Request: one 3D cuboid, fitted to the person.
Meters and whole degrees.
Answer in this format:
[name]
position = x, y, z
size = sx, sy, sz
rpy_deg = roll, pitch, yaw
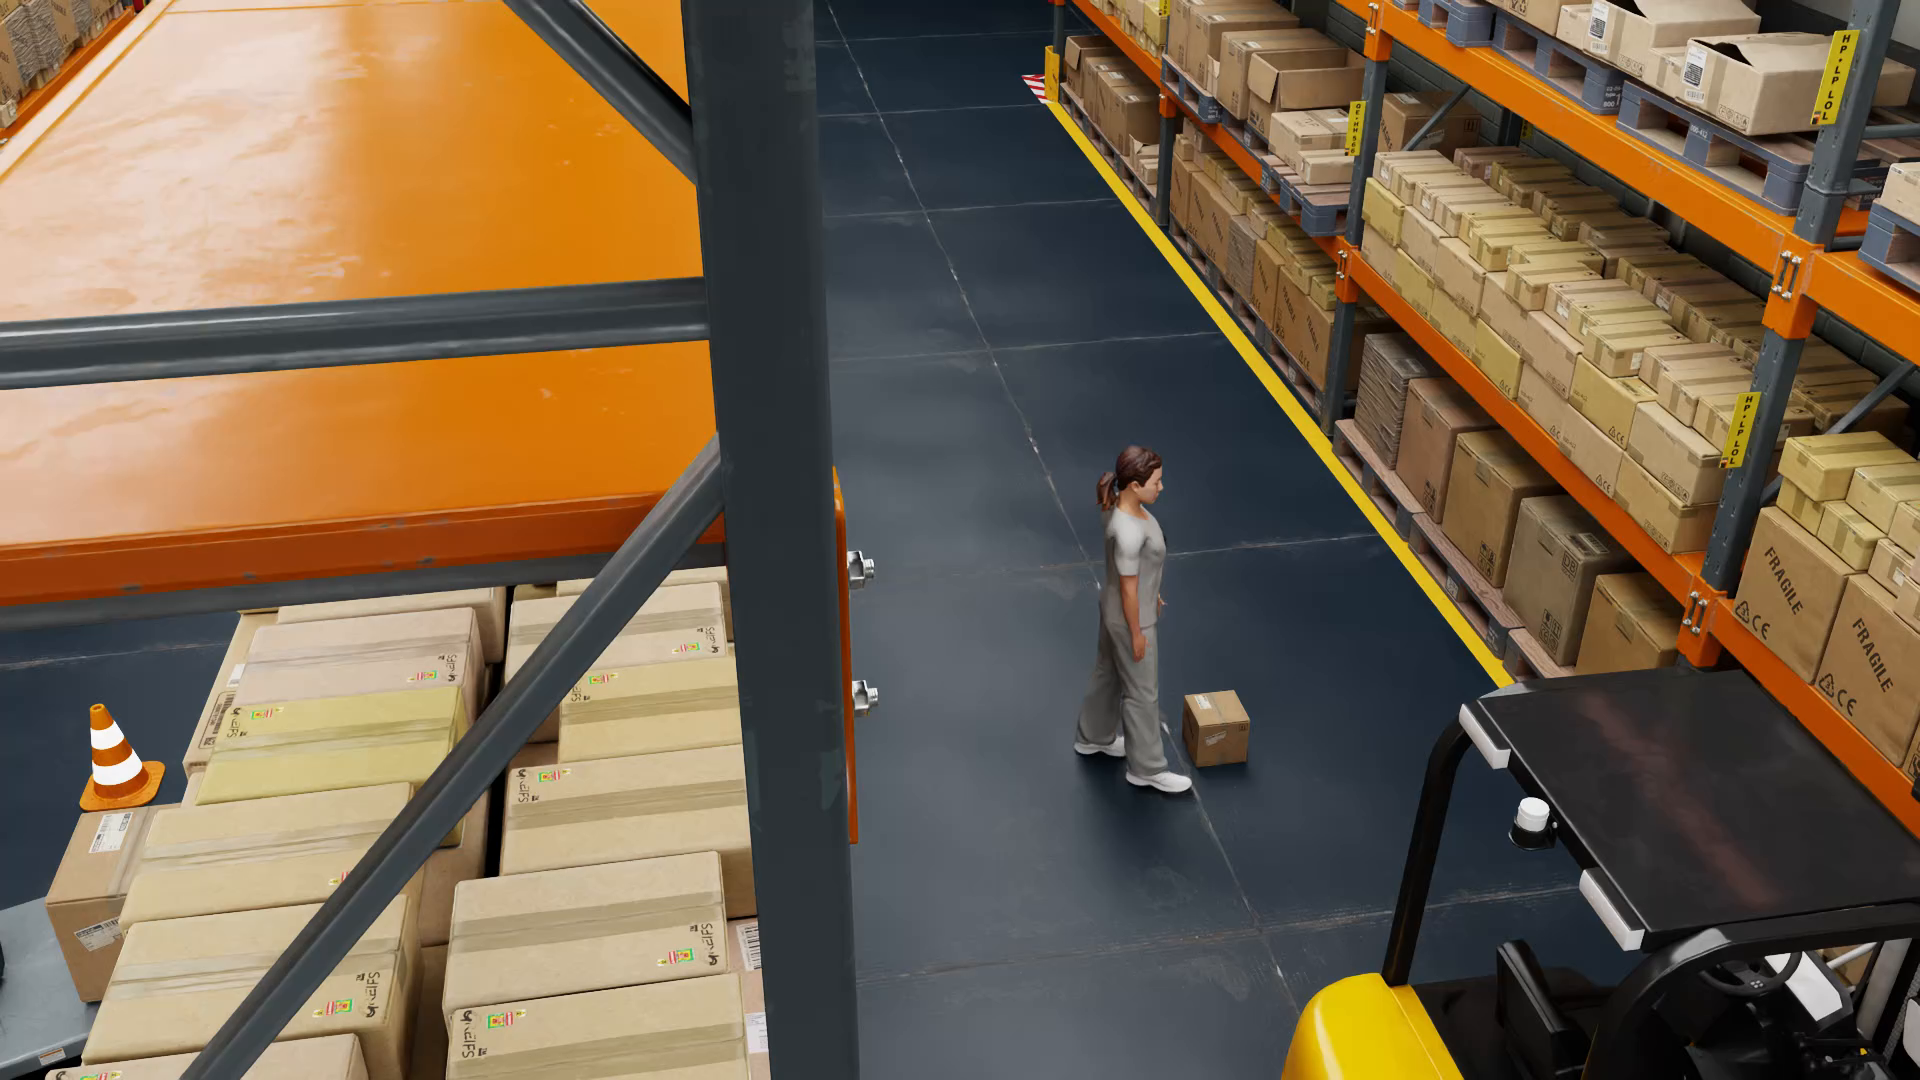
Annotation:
[person]
position = 0.818, 0.347, 7.545
size = 0.532, 1.678, 0.476
rpy_deg = 0, 31, -1
